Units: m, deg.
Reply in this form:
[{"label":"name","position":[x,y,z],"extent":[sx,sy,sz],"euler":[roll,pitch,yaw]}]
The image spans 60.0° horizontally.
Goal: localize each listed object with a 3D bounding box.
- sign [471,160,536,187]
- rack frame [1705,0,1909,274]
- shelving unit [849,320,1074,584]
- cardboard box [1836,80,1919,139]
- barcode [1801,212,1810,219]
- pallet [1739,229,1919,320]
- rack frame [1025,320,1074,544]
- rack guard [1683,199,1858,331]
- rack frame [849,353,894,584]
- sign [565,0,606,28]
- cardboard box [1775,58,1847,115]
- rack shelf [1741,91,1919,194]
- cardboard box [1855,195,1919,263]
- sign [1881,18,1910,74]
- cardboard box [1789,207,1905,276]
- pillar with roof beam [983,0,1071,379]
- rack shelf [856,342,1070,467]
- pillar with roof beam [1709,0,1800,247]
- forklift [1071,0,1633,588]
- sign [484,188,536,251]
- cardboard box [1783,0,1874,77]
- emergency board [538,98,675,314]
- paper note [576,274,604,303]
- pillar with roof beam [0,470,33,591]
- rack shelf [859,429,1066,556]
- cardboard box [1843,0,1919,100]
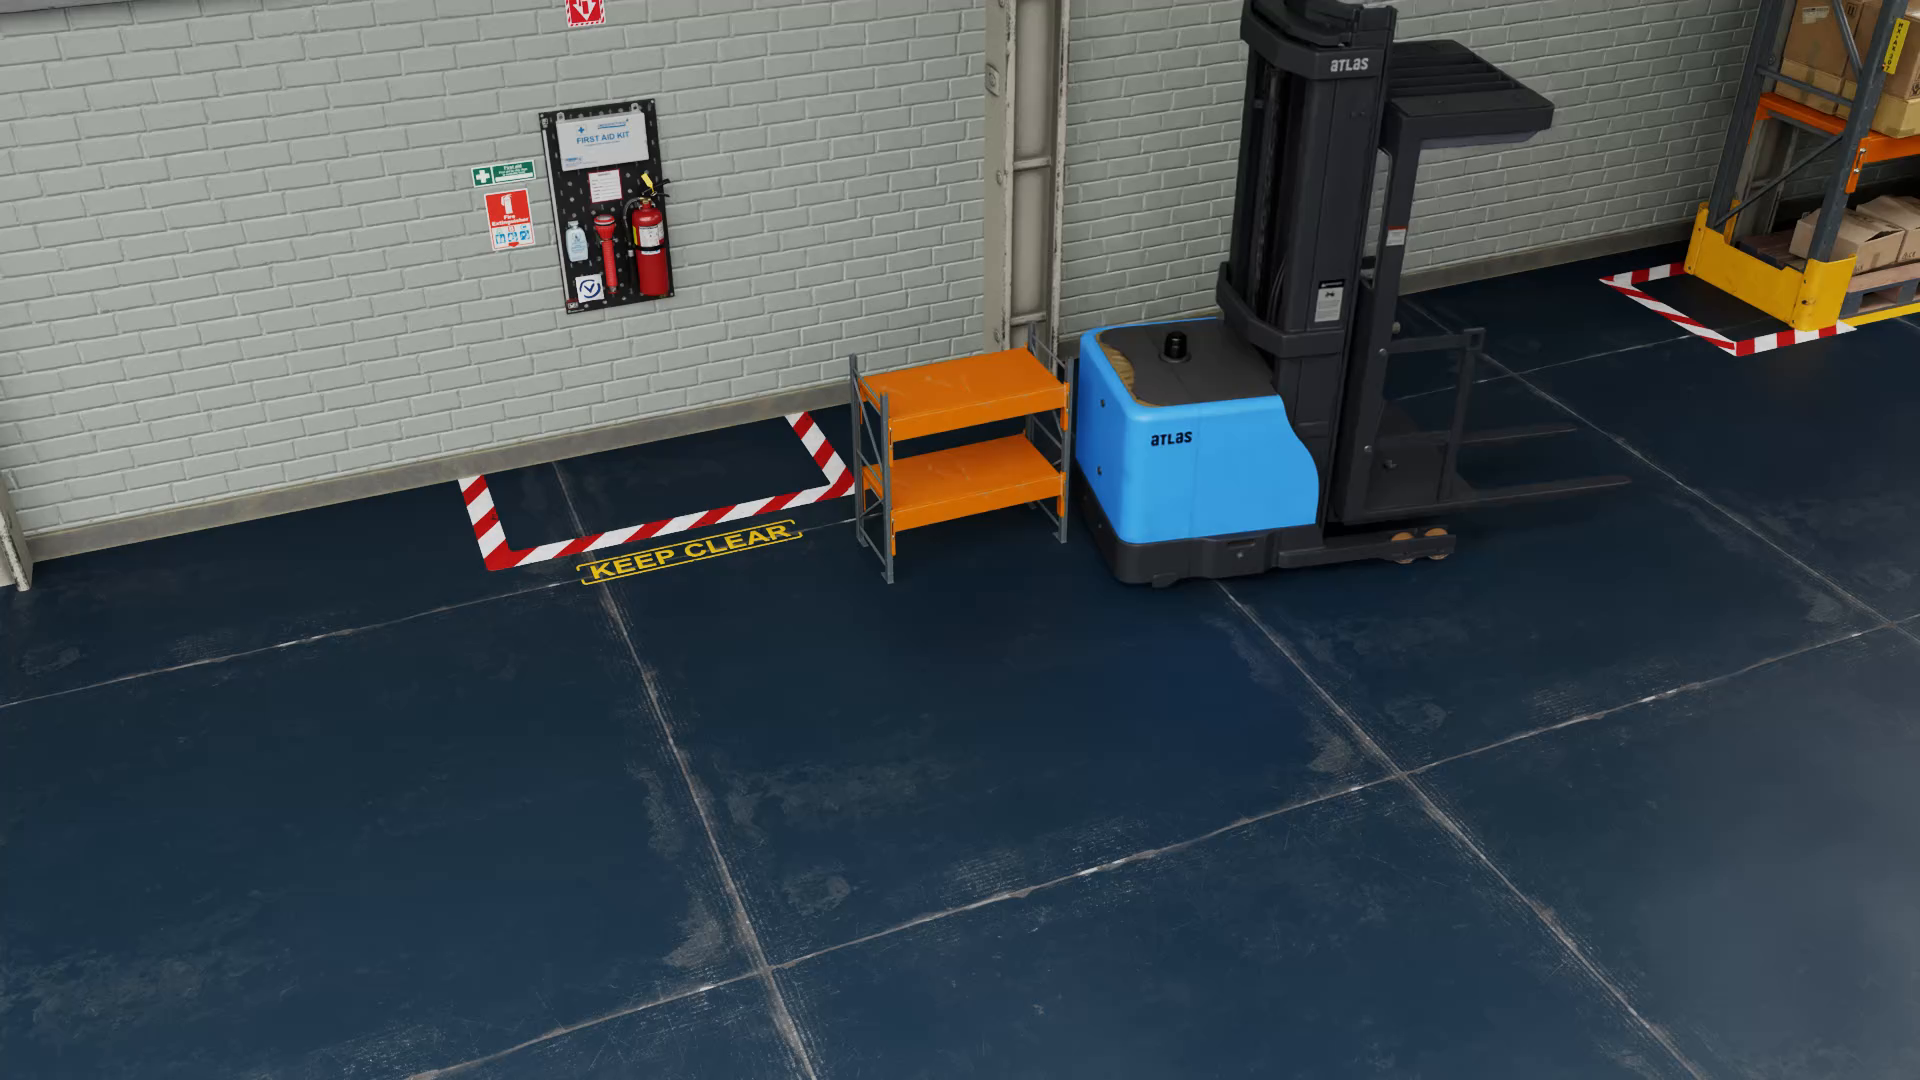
[{"label":"sign","position":[-2.448,-1.966,8.921],"extent":[0.331,0.109,0.001],"euler":[-13,35,-19]},{"label":"rack frame","position":[5.609,-2.984,11.004],"extent":[0.127,3.000,1.000],"euler":[-13,35,-19]},{"label":"shelving unit","position":[0.006,-0.473,8.863],"extent":[1.048,1.125,0.538],"euler":[-13,35,-19]},{"label":"cardboard box","position":[6.182,-2.873,10.952],"extent":[0.500,0.250,0.500],"euler":[-14,36,-20]},{"label":"barcode","position":[6.144,-2.351,12.085],"extent":[0.075,0.075,0.001],"euler":[-13,35,-19]},{"label":"pallet","position":[6.442,-1.985,12.025],"extent":[1.213,0.211,1.003],"euler":[-13,35,-19]},{"label":"rack frame","position":[0.475,-0.580,9.028],"extent":[0.032,1.125,0.500],"euler":[-13,35,-19]},{"label":"rack guard","position":[5.679,-1.953,11.710],"extent":[0.348,0.500,1.175],"euler":[-13,35,-19]},{"label":"rack frame","position":[-0.462,-0.366,8.698],"extent":[0.032,1.125,0.500],"euler":[-13,35,-19]},{"label":"sign","position":[-1.952,-2.818,8.623],"extent":[0.199,0.298,0.001],"euler":[-13,35,-19]},{"label":"cardboard box","position":[5.965,-3.126,11.341],"extent":[0.500,0.250,0.500],"euler":[-12,35,-18]},{"label":"rack shelf","position":[7.453,-3.105,11.849],"extent":[4.000,0.370,1.077],"euler":[-13,35,-19]},{"label":"cardboard box","position":[6.808,-2.263,11.957],"extent":[0.500,0.311,0.500],"euler":[-10,34,-15]},{"label":"sign","position":[5.819,-3.074,10.349],"extent":[0.005,0.325,0.100],"euler":[-13,35,-19]},{"label":"cardboard box","position":[6.282,-2.142,11.772],"extent":[0.500,0.311,0.500],"euler":[-17,37,-24]},{"label":"pillar with roof beam","position":[2.054,-2.650,4.990],"extent":[0.400,9.000,9.100],"euler":[-13,35,-19]},{"label":"rack shelf","position":[0.006,-0.718,8.704],"extent":[1.000,0.278,0.538],"euler":[-13,35,-19]},{"label":"pillar with roof beam","position":[7.586,-3.917,6.937],"extent":[0.400,9.000,9.100],"euler":[-13,35,-19]},{"label":"forklift","position":[2.203,-1.377,8.597],"extent":[3.031,2.935,1.130],"euler":[-7,34,-10]},{"label":"sign","position":[-2.455,-1.748,9.071],"extent":[0.234,0.329,0.001],"euler":[-13,35,-19]},{"label":"cardboard box","position":[5.962,-3.450,11.152],"extent":[0.500,0.500,0.500],"euler":[-13,35,-19]},{"label":"emergency board","position":[-1.906,-1.798,9.180],"extent":[0.643,1.169,0.194],"euler":[-13,35,-19]},{"label":"paper note","position":[-2.096,-1.426,9.417],"extent":[0.142,0.148,0.016],"euler":[-13,35,-19]},{"label":"pillar with roof beam","position":[-3.478,-1.383,3.043],"extent":[0.400,9.000,9.100],"euler":[-13,35,-19]},{"label":"rack shelf","position":[0.006,-0.268,8.997],"extent":[1.000,0.278,0.538],"euler":[-13,35,-19]},{"label":"cardboard box","position":[6.166,-3.194,10.758],"extent":[0.500,0.500,0.500],"euler":[-13,35,-19]}]
